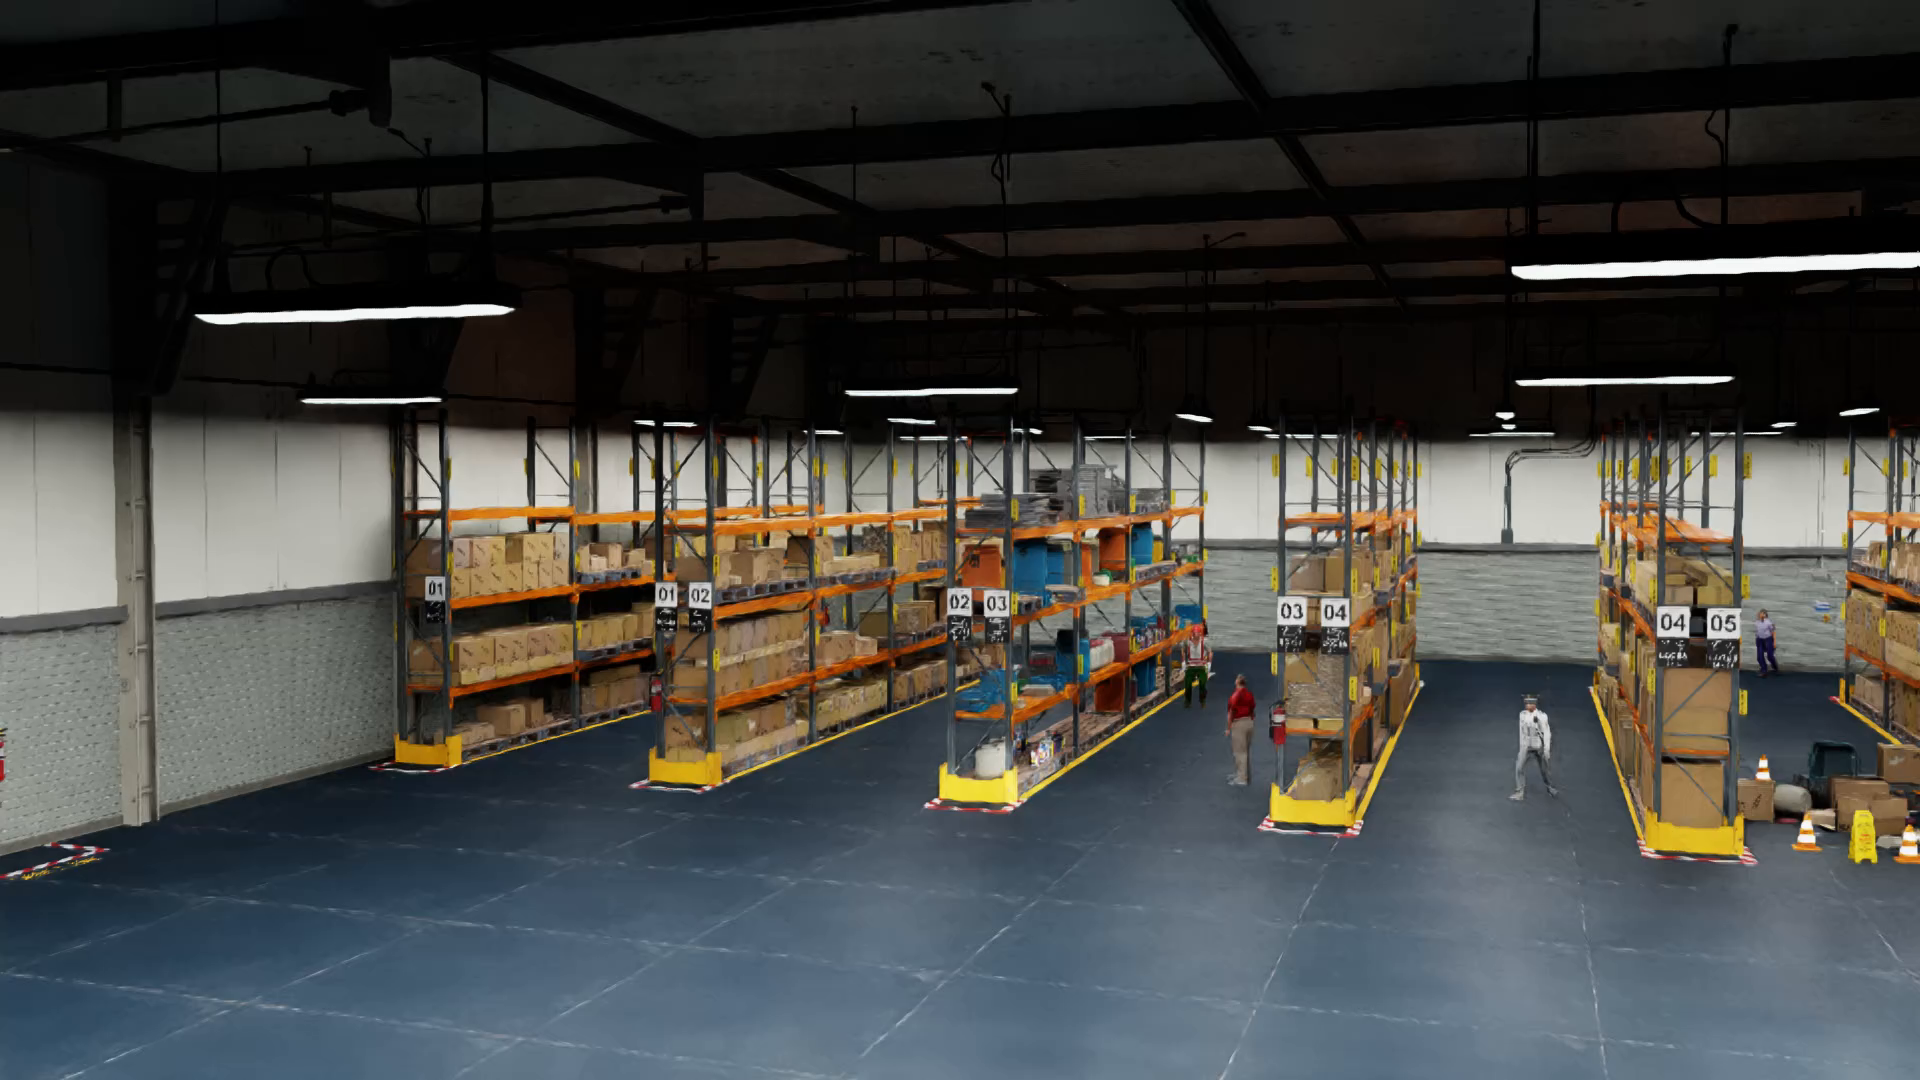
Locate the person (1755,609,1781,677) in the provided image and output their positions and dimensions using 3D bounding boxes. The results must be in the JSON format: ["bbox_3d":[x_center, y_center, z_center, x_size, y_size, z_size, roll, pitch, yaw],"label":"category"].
[{"bbox_3d":[19.484,2.471,40.107,0.540,1.634,0.553,-2,3,-35],"label":"person"}]

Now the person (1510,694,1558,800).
[{"bbox_3d":[8.712,3.109,25.195,0.521,1.611,0.938,2,3,40],"label":"person"}]

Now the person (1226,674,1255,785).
[{"bbox_3d":[4.446,2.994,26.454,0.623,1.726,0.555,-2,3,-44],"label":"person"}]

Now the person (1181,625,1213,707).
[{"bbox_3d":[4.953,2.646,34.859,0.677,1.741,0.550,1,3,17],"label":"person"}]
